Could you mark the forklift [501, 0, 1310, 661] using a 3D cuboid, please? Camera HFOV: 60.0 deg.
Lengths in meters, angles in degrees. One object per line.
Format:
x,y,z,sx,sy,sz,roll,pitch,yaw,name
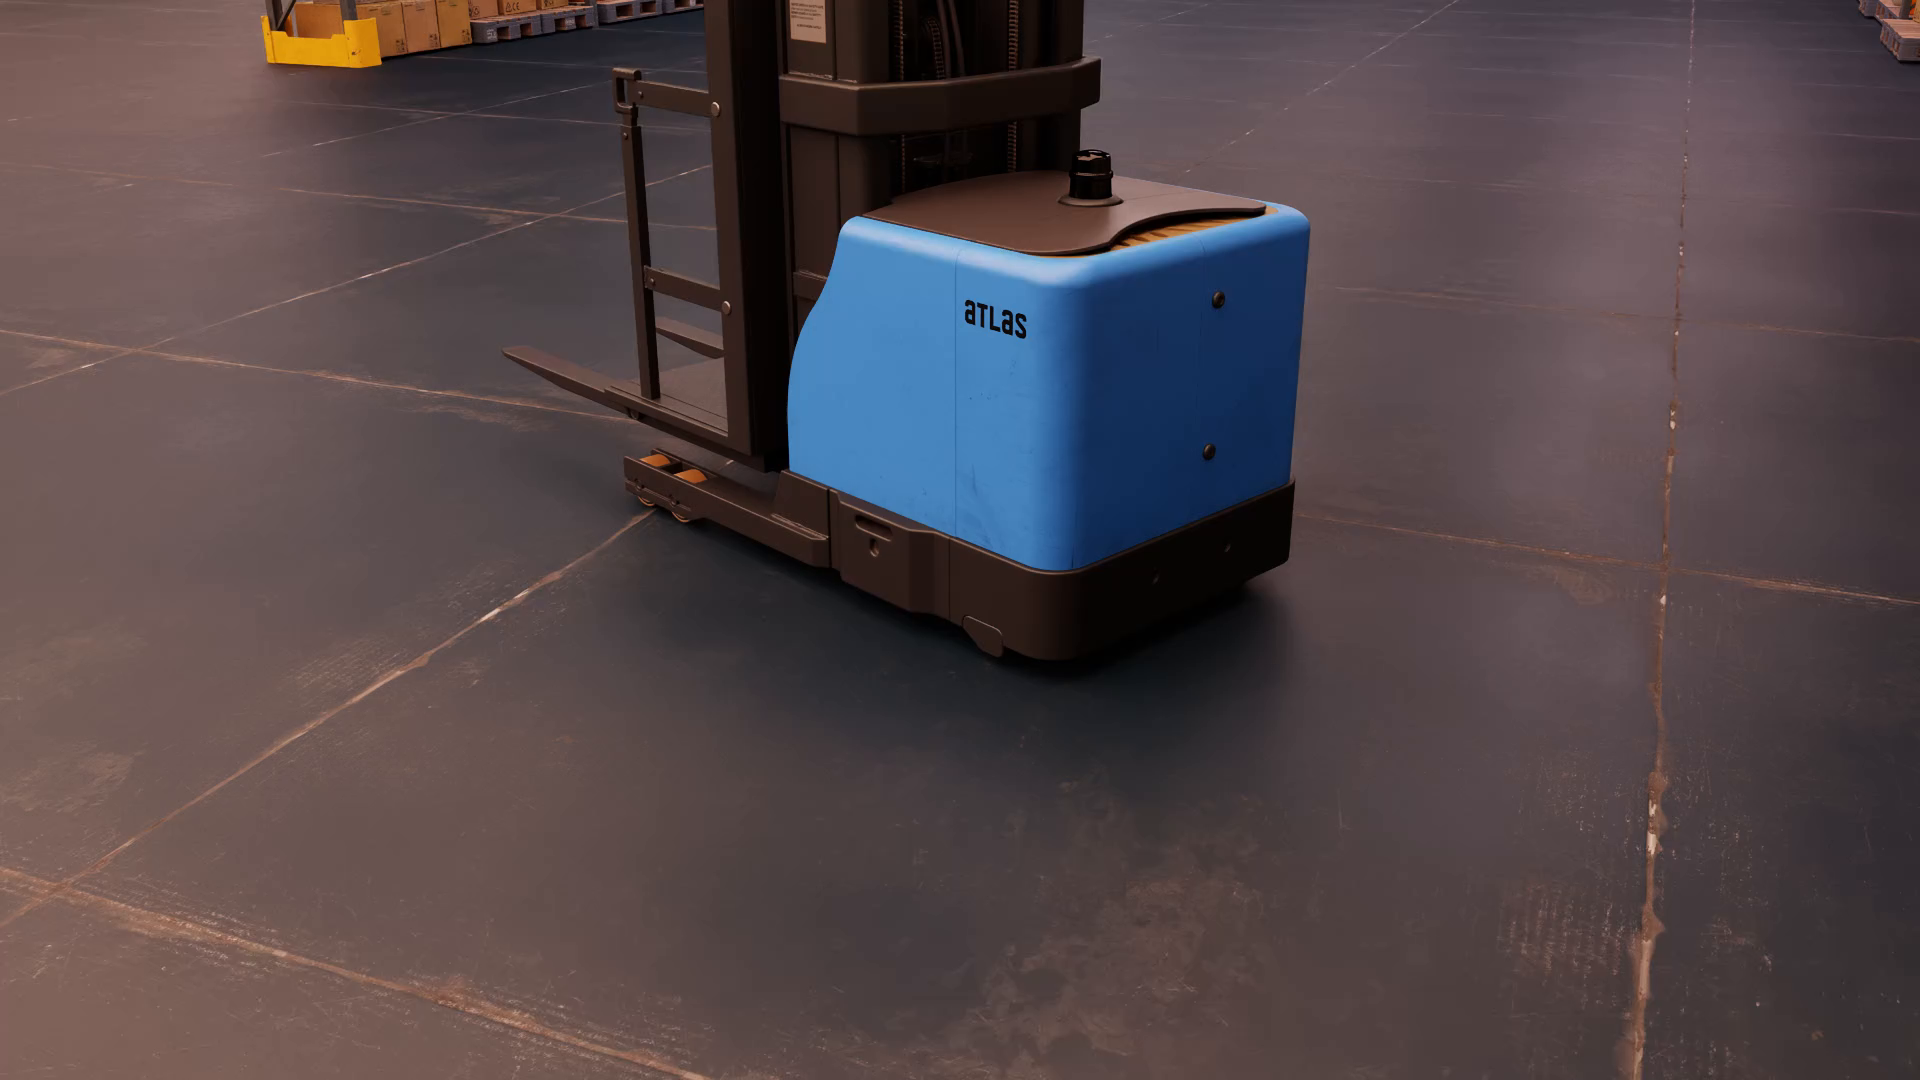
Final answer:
-0.431,-1.527,4.945,1.130,2.935,3.031,-20,30,-40,forklift
